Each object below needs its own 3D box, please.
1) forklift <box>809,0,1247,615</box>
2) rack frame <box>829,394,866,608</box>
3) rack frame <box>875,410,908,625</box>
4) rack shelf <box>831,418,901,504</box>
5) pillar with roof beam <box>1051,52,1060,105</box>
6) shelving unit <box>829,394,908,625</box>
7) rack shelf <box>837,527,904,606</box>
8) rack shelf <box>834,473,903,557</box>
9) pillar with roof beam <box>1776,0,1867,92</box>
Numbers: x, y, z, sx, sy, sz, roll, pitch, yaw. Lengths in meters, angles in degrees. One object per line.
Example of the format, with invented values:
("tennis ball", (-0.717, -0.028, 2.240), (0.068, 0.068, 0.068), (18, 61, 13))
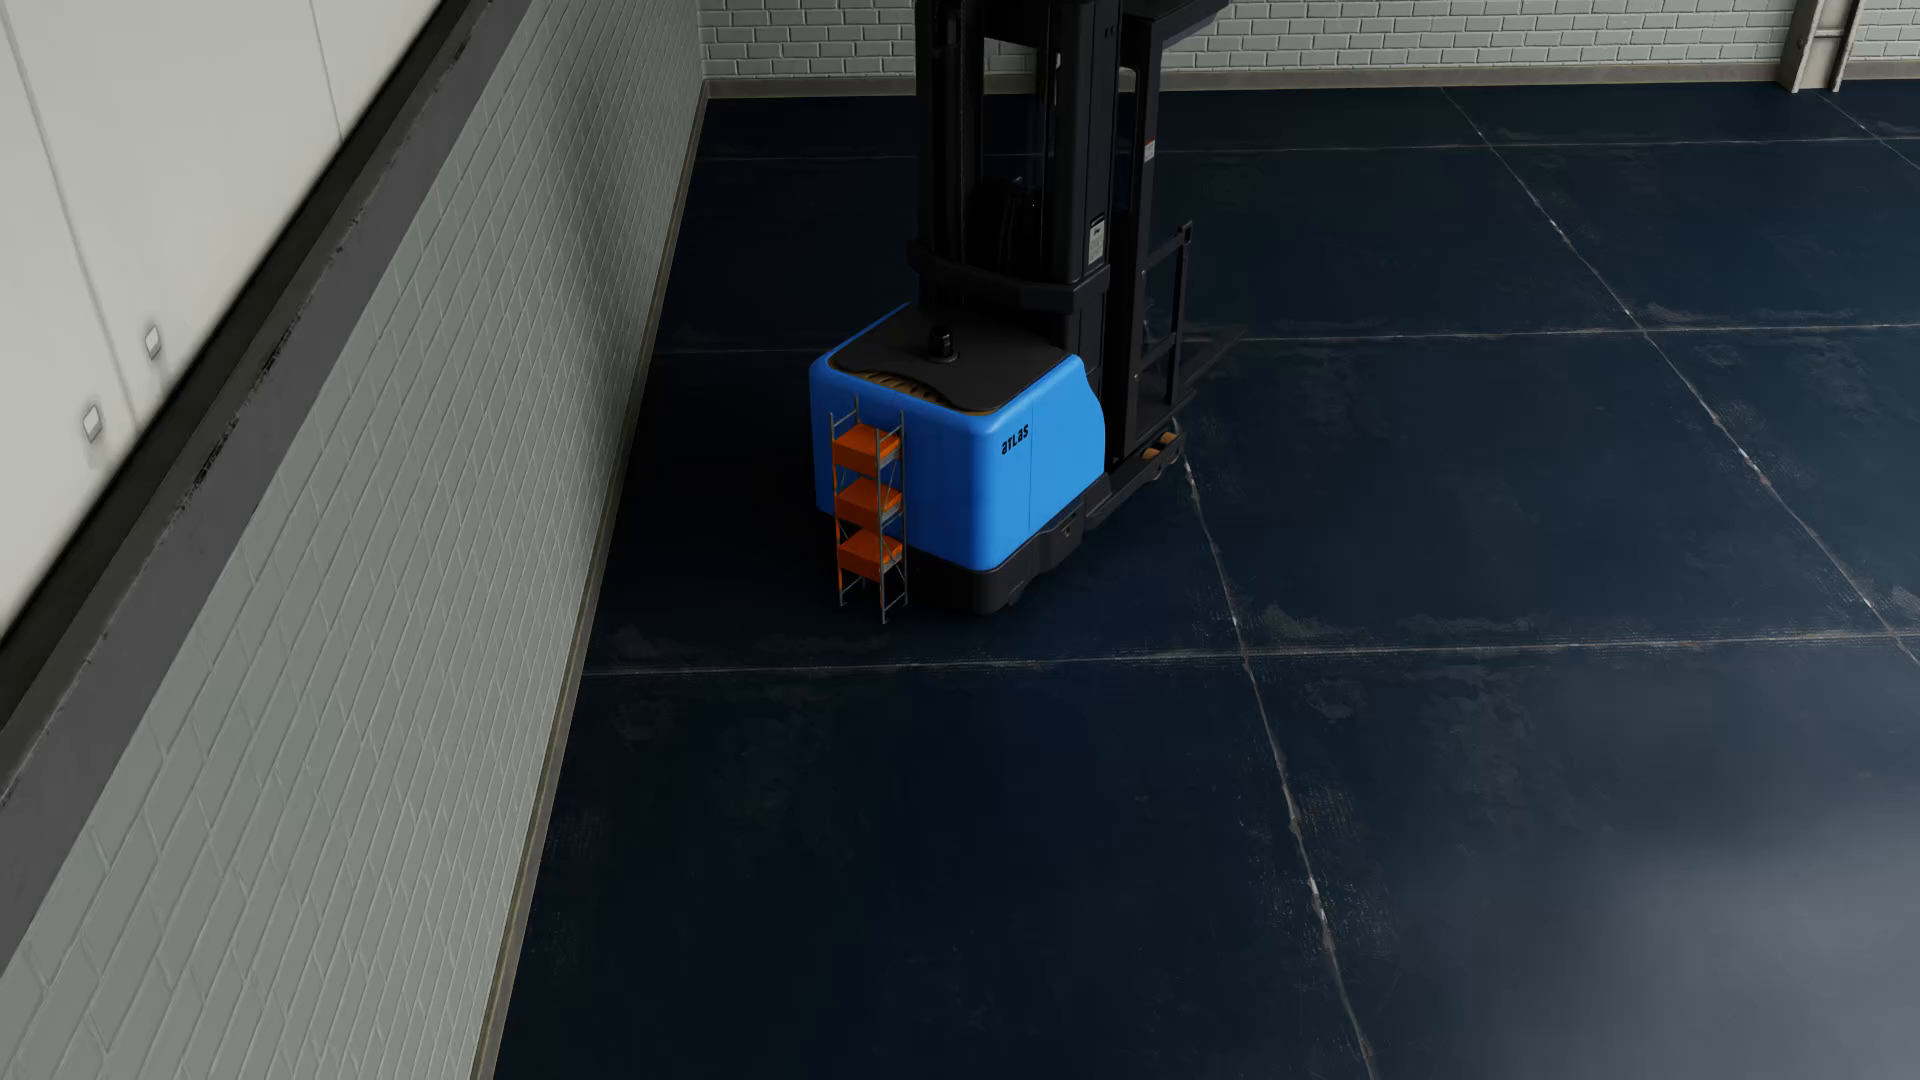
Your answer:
("forklift", (0.539, -1.658, 8.070), (1.130, 2.935, 3.031), (21, 40, 27))
("rack frame", (-0.508, -0.163, 7.563), (0.008, 1.050, 0.200), (20, 40, 27))
("rack frame", (-0.304, -0.087, 7.453), (0.008, 1.050, 0.200), (20, 40, 27))
("rack shelf", (-0.406, -0.349, 7.352), (0.240, 0.259, 0.215), (20, 40, 27))
("pillar with roof beam", (1.150, -4.819, 7.305), (0.400, 9.000, 9.100), (-2, 35, -2))
("shelving unit", (-0.406, -0.125, 7.508), (0.252, 1.050, 0.215), (20, 40, 27))
("rack shelf", (-0.406, 0.112, 7.672), (0.240, 0.259, 0.215), (20, 40, 27))
("rack shelf", (-0.406, -0.116, 7.514), (0.240, 0.259, 0.215), (20, 40, 27))
("pillar with roof beam", (7.144, -4.980, 7.539), (0.400, 9.000, 9.100), (-2, 35, -2))
